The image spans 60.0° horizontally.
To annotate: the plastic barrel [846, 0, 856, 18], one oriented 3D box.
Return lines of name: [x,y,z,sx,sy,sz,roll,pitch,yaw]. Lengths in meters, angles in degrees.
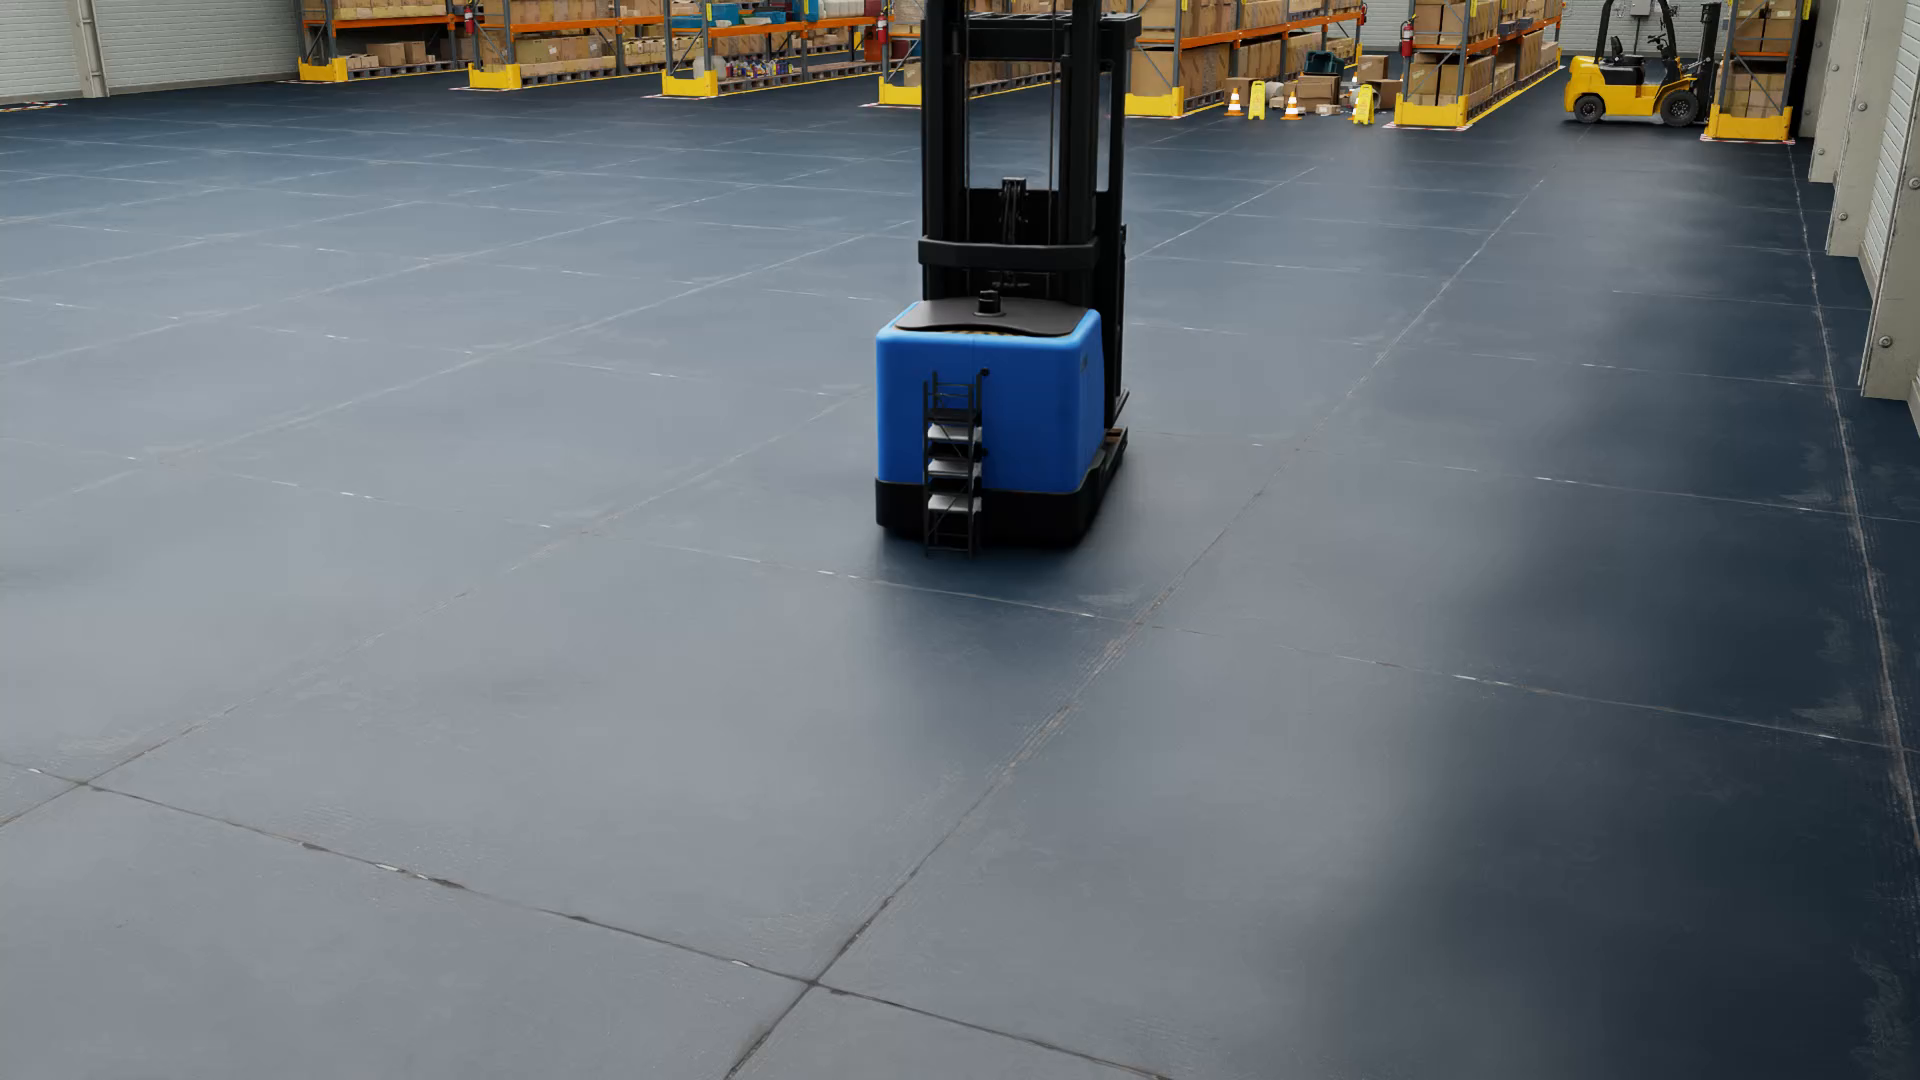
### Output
plastic barrel: [-2.664,-12.577,39.191,0.421,0.512,0.421,0,20,0]

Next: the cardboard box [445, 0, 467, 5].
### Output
cardboard box: [-12.702,-13.539,41.256,0.700,0.500,0.500,9,21,23]

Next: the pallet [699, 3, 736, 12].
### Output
pallet: [-6.569,-13.804,43.095,1.213,0.211,1.003,9,21,23]

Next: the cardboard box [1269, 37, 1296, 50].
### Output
cardboard box: [7.241,-11.157,37.349,0.500,0.250,0.500,8,21,20]

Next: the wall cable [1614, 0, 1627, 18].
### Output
wall cable: [18.157,-15.418,45.829,0.588,1.984,0.122,9,21,23]

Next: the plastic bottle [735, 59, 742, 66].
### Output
plastic bottle: [-4.863,-10.356,36.409,0.144,0.351,0.185,8,21,22]

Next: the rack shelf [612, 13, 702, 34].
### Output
rack shelf: [-7.601,-12.728,40.854,1.077,0.370,4.000,9,21,23]

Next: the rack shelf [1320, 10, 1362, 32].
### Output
rack shelf: [9.194,-13.101,41.905,1.077,0.370,4.000,9,21,23]

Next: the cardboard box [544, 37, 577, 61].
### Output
cardboard box: [-9.019,-11.080,37.504,0.500,0.500,0.500,9,21,23]

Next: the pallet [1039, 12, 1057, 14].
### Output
pallet: [1.480,-11.616,36.942,1.003,0.211,1.213,9,21,23]

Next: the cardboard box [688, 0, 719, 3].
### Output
cardboard box: [-6.627,-14.131,42.951,0.700,0.500,0.500,2,20,4]

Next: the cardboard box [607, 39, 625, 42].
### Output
cardboard box: [-8.309,-11.945,40.219,0.500,0.311,0.500,9,22,24]

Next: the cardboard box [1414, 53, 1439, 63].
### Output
cardboard box: [8.198,-8.476,29.214,0.380,0.149,0.250,9,22,24]

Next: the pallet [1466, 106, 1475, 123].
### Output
pallet: [8.415,-7.465,29.145,1.003,0.211,1.213,9,21,23]

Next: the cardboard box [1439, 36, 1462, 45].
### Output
cardboard box: [8.347,-8.469,28.182,0.380,0.149,0.250,9,21,23]

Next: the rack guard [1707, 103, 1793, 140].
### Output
rack guard: [12.539,-6.647,26.414,1.175,0.500,0.348,9,21,23]

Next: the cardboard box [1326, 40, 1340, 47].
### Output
cardboard box: [9.369,-12.515,41.923,0.380,0.149,0.250,9,21,23]

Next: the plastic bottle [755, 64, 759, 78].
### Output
plastic bottle: [-4.374,-10.090,35.778,0.097,0.271,0.097,0,20,0]

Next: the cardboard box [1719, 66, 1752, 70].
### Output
cardboard box: [13.068,-7.856,28.066,0.500,0.250,0.500,8,21,22]

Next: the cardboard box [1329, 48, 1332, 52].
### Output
cardboard box: [9.018,-12.142,41.317,0.380,0.149,0.250,7,21,20]

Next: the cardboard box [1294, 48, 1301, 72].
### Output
cardboard box: [7.462,-10.962,37.919,0.500,0.500,0.500,9,21,23]

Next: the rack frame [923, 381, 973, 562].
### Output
rack frame: [-0.058,-0.323,8.034,0.240,0.900,0.006,4,20,12]

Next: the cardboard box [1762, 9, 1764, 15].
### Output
cardboard box: [13.123,-8.789,27.588,0.380,0.149,0.250,8,21,22]

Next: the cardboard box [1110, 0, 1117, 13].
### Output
cardboard box: [3.533,-13.096,40.667,0.500,0.500,0.500,8,21,22]

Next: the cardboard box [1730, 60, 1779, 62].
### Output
cardboard box: [15.021,-8.761,31.545,0.875,0.625,0.625,8,21,20]

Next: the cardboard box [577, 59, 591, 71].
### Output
cardboard box: [-8.816,-10.879,38.061,0.500,0.250,0.500,9,21,23]

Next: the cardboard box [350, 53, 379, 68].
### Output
cardboard box: [-13.980,-11.225,38.911,0.500,0.311,0.500,11,22,27]

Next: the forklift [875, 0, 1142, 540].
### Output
forklift: [0.386,-1.840,9.269,1.130,2.935,3.031,4,20,12]

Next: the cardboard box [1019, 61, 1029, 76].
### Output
cardboard box: [1.099,-10.452,36.457,0.700,0.500,0.500,8,21,22]

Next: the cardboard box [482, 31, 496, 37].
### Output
cardboard box: [-12.268,-13.039,42.610,0.500,0.250,0.500,8,21,21]

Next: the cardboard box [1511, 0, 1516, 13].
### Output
cardboard box: [10.530,-10.527,32.372,0.500,0.500,0.500,8,21,22]

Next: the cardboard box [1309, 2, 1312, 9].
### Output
cardboard box: [7.972,-12.442,38.726,0.380,0.149,0.250,8,21,20]

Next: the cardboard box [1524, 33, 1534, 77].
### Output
cardboard box: [12.022,-10.626,36.416,0.875,0.875,0.875,9,21,23]

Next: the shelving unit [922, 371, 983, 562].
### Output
shelving unit: [-0.036,-0.356,8.128,0.258,0.900,0.210,4,20,12]

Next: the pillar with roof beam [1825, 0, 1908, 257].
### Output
pillar with roof beam: [4.815,-7.670,16.607,9.100,9.000,0.400,9,21,23]

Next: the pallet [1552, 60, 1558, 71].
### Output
pallet: [14.315,-11.834,41.430,1.003,0.211,1.213,9,21,23]

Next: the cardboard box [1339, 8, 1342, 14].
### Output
cardboard box: [9.285,-13.161,41.375,0.380,0.149,0.250,10,22,25]

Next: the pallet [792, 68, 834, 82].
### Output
pallet: [-3.617,-10.706,38.258,1.003,0.211,1.213,9,21,23]

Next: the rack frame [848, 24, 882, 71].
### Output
rack frame: [-2.265,-12.997,40.539,1.000,3.000,0.127,9,21,23]

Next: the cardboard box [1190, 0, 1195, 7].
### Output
cardboard box: [3.790,-10.029,30.357,0.875,0.550,0.550,9,21,23]

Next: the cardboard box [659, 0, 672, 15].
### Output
cardboard box: [-7.455,-13.210,40.988,0.500,0.500,0.500,7,21,20]

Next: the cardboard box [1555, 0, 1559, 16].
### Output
cardboard box: [14.194,-12.957,40.276,0.500,0.500,0.500,9,22,24]

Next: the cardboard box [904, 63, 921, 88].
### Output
cardboard box: [-0.751,-9.081,32.630,0.500,0.500,0.500,13,23,33]

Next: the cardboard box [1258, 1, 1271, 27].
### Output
cardboard box: [6.182,-11.016,34.820,0.500,0.500,0.500,9,21,24]

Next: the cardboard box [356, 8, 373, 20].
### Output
cardboard box: [-13.890,-12.116,38.255,0.500,0.250,0.500,8,21,21]

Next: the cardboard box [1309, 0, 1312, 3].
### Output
cardboard box: [7.966,-12.580,38.670,0.380,0.149,0.250,7,21,20]

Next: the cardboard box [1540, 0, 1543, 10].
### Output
cardboard box: [12.776,-12.024,37.278,0.500,0.250,0.500,9,22,24]

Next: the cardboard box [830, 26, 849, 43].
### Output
cardboard box: [-3.504,-14.953,49.112,0.500,0.500,0.500,9,21,23]

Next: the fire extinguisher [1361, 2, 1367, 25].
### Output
fire extinguisher: [10.537,-13.853,43.618,0.296,0.674,0.183,9,21,23]

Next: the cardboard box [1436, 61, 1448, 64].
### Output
cardboard box: [8.320,-8.209,29.431,0.500,0.500,0.500,9,22,25]
